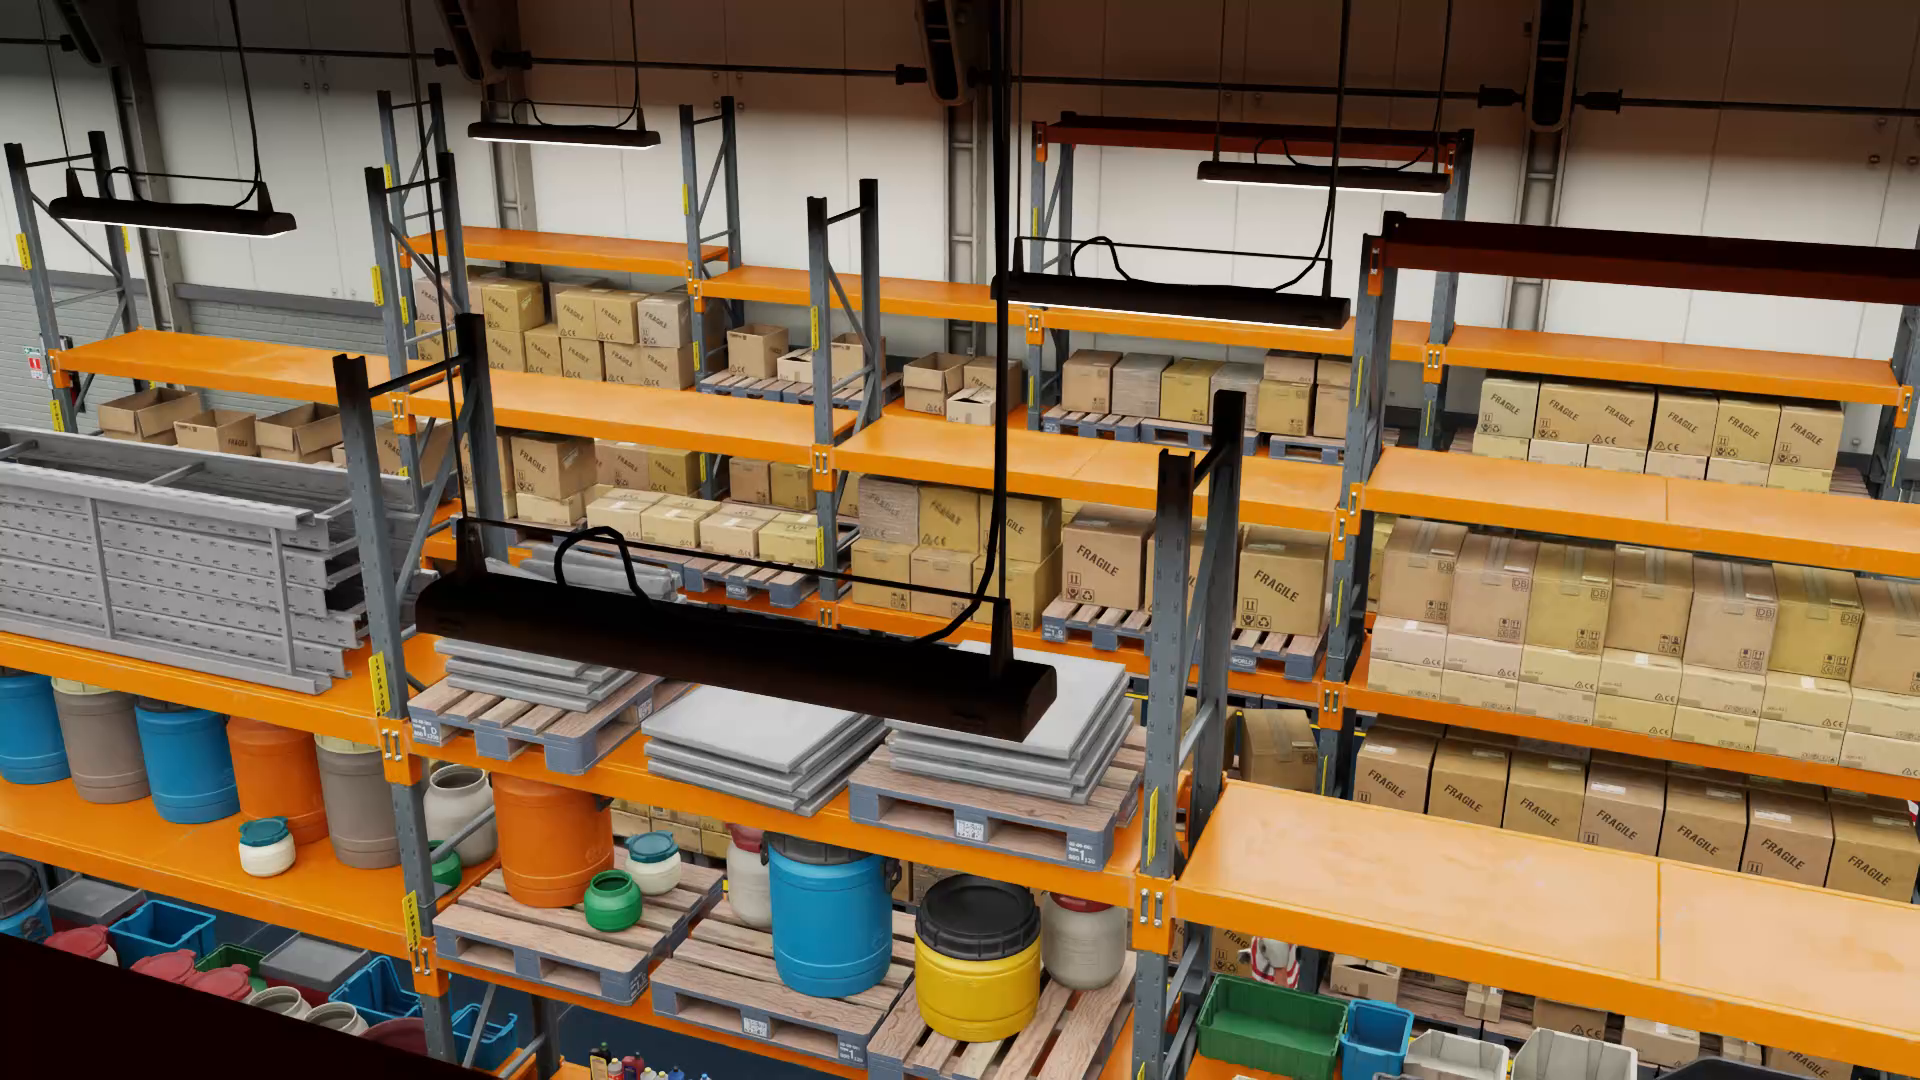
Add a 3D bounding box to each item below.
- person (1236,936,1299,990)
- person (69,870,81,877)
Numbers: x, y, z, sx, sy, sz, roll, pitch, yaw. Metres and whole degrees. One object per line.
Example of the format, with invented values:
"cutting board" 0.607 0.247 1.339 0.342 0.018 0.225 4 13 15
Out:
"person" 2.141 3.099 11.755 1.078 1.722 0.605 8 22 20
"person" -6.805 2.596 13.292 0.552 1.646 0.547 13 24 31
